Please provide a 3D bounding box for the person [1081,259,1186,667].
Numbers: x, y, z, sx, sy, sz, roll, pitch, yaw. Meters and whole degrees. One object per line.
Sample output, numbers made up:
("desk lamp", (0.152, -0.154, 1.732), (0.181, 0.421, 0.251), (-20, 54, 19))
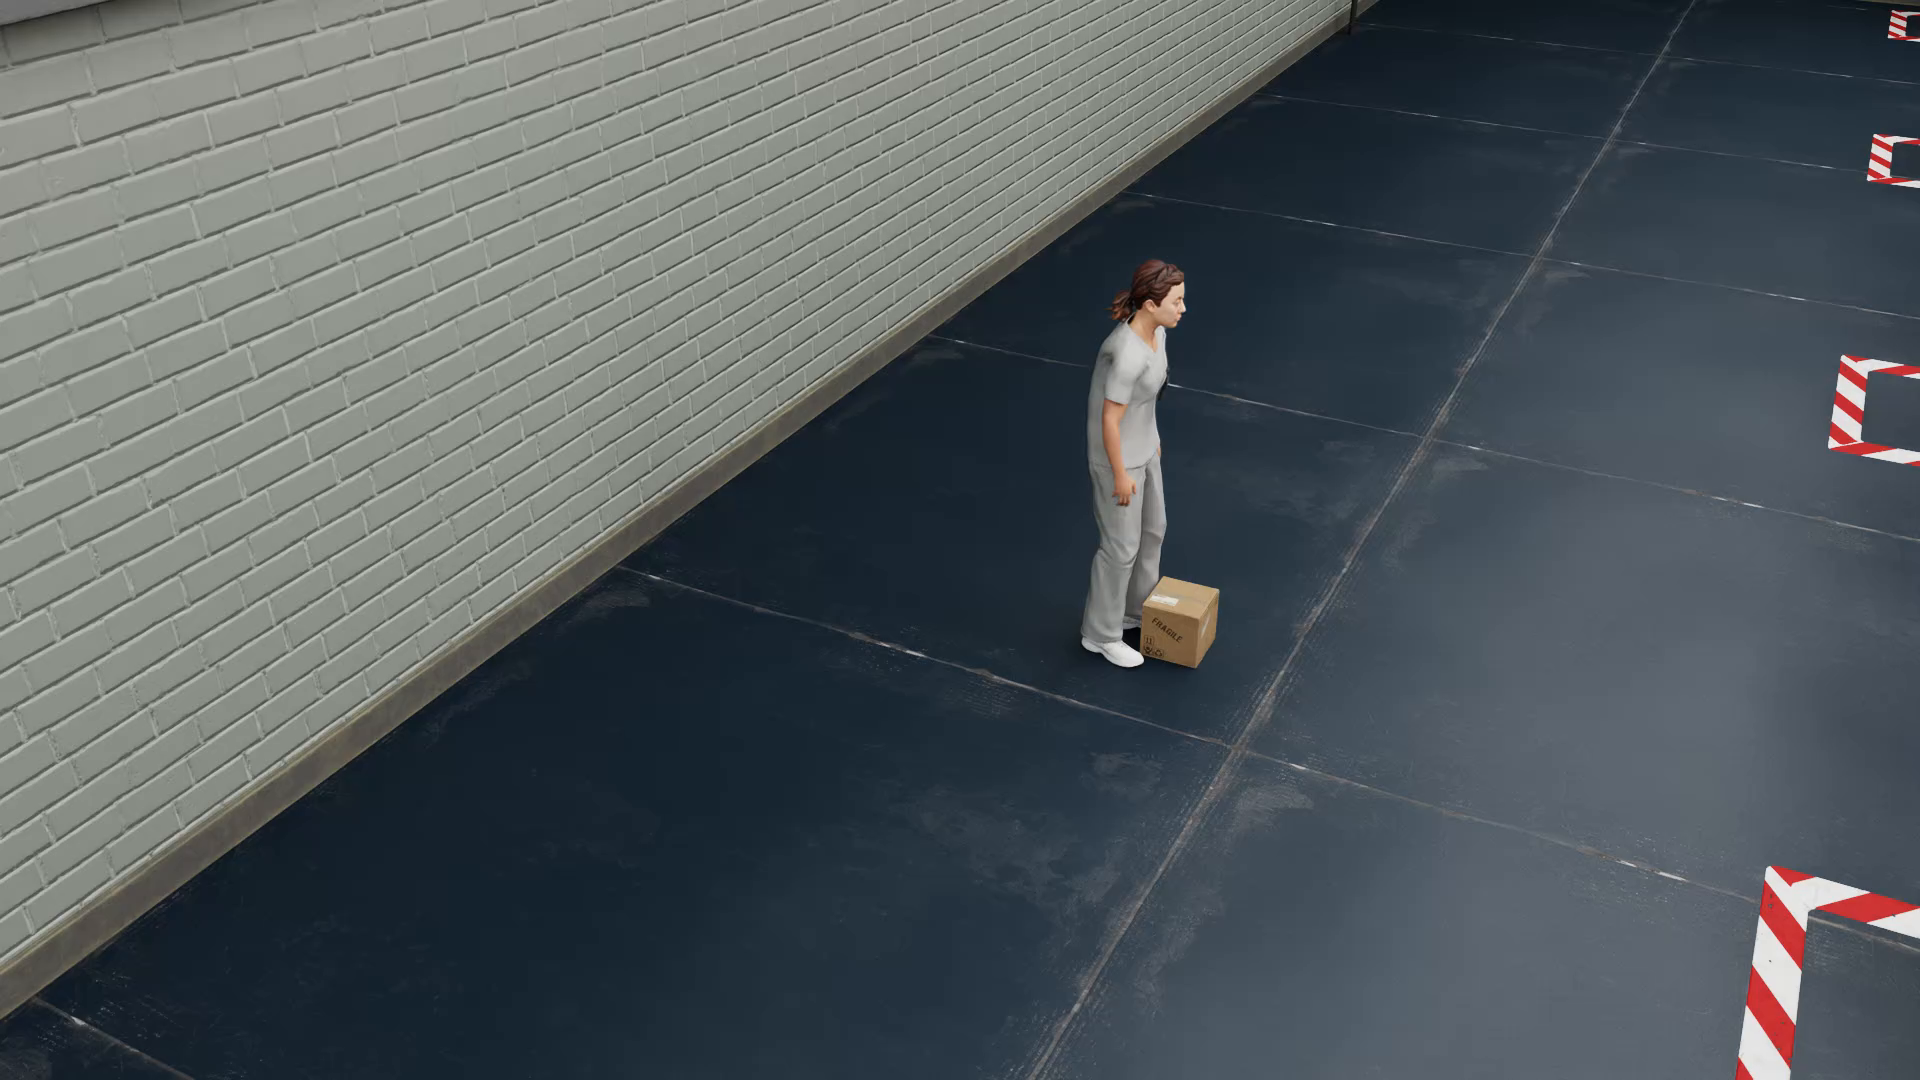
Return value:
("person", (0.718, -0.312, 6.689), (0.416, 1.651, 0.514), (12, 32, 20))
